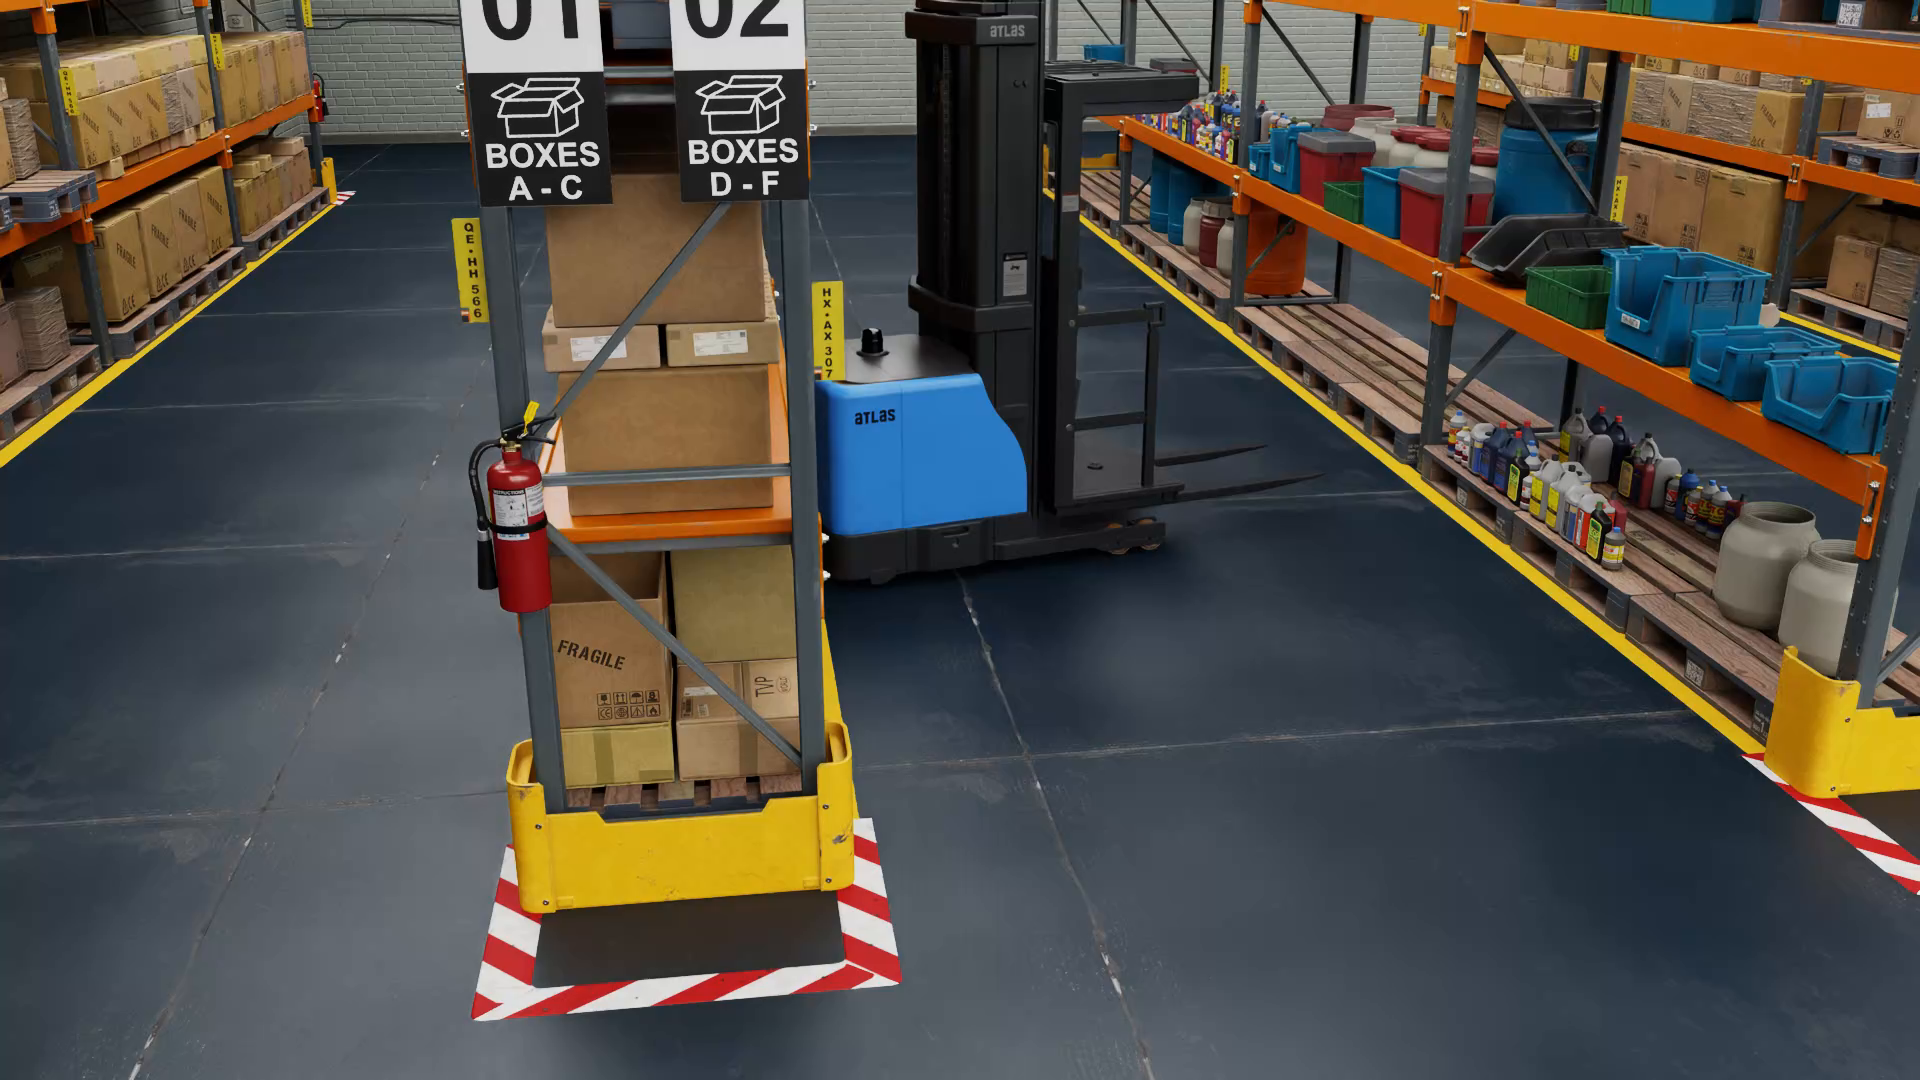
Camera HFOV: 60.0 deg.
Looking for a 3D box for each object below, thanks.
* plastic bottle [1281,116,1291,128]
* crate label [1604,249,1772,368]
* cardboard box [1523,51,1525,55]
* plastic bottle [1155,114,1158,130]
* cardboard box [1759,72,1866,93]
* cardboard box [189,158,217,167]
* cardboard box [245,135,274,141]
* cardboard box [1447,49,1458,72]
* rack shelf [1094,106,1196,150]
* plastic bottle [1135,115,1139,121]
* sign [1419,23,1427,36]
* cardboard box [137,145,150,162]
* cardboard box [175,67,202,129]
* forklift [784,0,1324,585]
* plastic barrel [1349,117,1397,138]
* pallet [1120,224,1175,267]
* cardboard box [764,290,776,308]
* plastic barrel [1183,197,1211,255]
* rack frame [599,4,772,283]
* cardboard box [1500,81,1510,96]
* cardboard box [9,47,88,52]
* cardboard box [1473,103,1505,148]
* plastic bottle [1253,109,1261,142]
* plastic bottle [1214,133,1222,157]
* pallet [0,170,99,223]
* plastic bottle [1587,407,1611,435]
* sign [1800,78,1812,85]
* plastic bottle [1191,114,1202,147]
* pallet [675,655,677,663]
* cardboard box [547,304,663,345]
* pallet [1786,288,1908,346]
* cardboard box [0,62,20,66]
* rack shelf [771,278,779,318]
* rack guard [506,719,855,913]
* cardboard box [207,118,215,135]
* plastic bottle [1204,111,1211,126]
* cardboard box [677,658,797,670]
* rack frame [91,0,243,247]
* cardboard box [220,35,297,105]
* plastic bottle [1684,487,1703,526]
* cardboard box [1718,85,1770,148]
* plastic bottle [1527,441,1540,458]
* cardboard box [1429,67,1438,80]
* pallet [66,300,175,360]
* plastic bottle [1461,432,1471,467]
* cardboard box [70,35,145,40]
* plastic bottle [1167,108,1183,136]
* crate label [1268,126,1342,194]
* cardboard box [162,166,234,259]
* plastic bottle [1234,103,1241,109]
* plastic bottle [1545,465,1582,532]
[{"bbox_3d":[2.921,-3.659,14.910,0.097,0.271,0.097,0,20,0],"label":"plastic bottle"},{"bbox_3d":[3.393,-1.096,7.812,0.502,0.435,0.616,-3,21,-8],"label":"crate label"},{"bbox_3d":[6.999,-5.808,20.269,0.500,0.250,0.500,-4,21,-10],"label":"cardboard box"},{"bbox_3d":[1.956,-4.102,16.196,0.097,0.201,0.097,0,20,0],"label":"plastic bottle"},{"bbox_3d":[7.585,-4.246,14.721,0.797,0.503,0.637,-2,21,-6],"label":"cardboard box"},{"bbox_3d":[-7.906,-3.918,17.464,0.380,0.149,0.250,-4,21,-9],"label":"cardboard box"},{"bbox_3d":[-8.200,-4.621,19.347,0.380,0.149,0.250,-3,21,-7],"label":"cardboard box"},{"bbox_3d":[6.404,-5.955,20.662,0.500,0.250,0.500,-3,21,-8],"label":"cardboard box"},{"bbox_3d":[1.908,-4.966,19.253,1.077,0.370,4.000,-3,21,-8],"label":"rack shelf"},{"bbox_3d":[1.827,-4.407,16.896,0.061,0.283,0.133,-3,21,-8],"label":"plastic bottle"},{"bbox_3d":[5.971,-6.662,21.415,0.100,0.325,0.005,-3,21,-8],"label":"sign"},{"bbox_3d":[-7.081,-3.274,14.025,0.380,0.149,0.250,-3,21,-7],"label":"cardboard box"},{"bbox_3d":[-7.208,-3.983,14.997,0.500,0.500,0.500,-3,21,-7],"label":"cardboard box"},{"bbox_3d":[0.579,-1.455,8.923,3.031,2.935,1.130,-8,22,-21],"label":"forklift"},{"bbox_3d":[3.132,-2.932,12.621,0.421,0.512,0.421,0,20,0],"label":"plastic barrel"},{"bbox_3d":[2.266,-3.035,17.040,1.003,0.211,1.213,-3,21,-8],"label":"pallet"},{"bbox_3d":[-0.860,-0.796,5.990,0.380,0.149,0.250,-3,21,-9],"label":"cardboard box"},{"bbox_3d":[2.353,-3.007,15.936,0.421,0.512,0.421,0,20,0],"label":"plastic barrel"},{"bbox_3d":[-1.553,-1.592,9.192,1.000,3.000,0.127,-3,21,-8],"label":"rack frame"},{"bbox_3d":[6.544,-5.277,19.416,0.380,0.149,0.250,-3,21,-9],"label":"cardboard box"},{"bbox_3d":[-7.569,-3.950,13.837,0.500,0.250,0.500,-3,21,-9],"label":"cardboard box"},{"bbox_3d":[6.823,-4.914,20.522,0.875,0.875,0.875,-3,21,-8],"label":"cardboard box"},{"bbox_3d":[2.680,-3.850,15.307,0.144,0.351,0.185,-3,21,-8],"label":"plastic bottle"},{"bbox_3d":[2.246,-3.405,14.331,0.097,0.201,0.097,0,20,0],"label":"plastic bottle"},{"bbox_3d":[-6.823,-2.395,11.615,1.213,0.211,1.003,-3,21,-8],"label":"pallet"},{"bbox_3d":[3.727,-0.597,9.685,0.144,0.351,0.185,-3,21,-9],"label":"plastic bottle"},{"bbox_3d":[7.125,-3.989,13.953,0.100,0.325,0.005,-3,21,-8],"label":"sign"},{"bbox_3d":[2.128,-3.685,14.962,0.061,0.283,0.133,-3,21,-8],"label":"plastic bottle"},{"bbox_3d":[-1.300,0.415,7.803,1.003,0.211,1.213,-3,21,-8],"label":"pallet"},{"bbox_3d":[-1.259,-0.771,5.923,0.380,0.149,0.250,-2,21,-6],"label":"cardboard box"},{"bbox_3d":[7.785,-1.898,13.997,1.003,0.211,1.213,-3,21,-8],"label":"pallet"},{"bbox_3d":[-7.353,-3.417,12.408,0.500,0.250,0.500,-2,21,-6],"label":"cardboard box"},{"bbox_3d":[-1.841,-1.947,11.171,1.077,0.370,4.000,-3,21,-8],"label":"rack shelf"},{"bbox_3d":[-0.973,0.972,5.899,1.175,0.500,0.348,-3,21,-8],"label":"rack guard"},{"bbox_3d":[-7.278,-3.900,15.701,0.380,0.149,0.250,-3,21,-7],"label":"cardboard box"},{"bbox_3d":[2.244,-3.756,15.153,0.061,0.283,0.133,-3,21,-8],"label":"plastic bottle"},{"bbox_3d":[-0.909,0.514,6.881,0.500,0.250,0.500,-3,21,-8],"label":"cardboard box"},{"bbox_3d":[-7.607,-4.111,15.935,1.000,3.000,0.127,-3,21,-8],"label":"rack frame"},{"bbox_3d":[-7.985,-5.209,18.446,0.980,0.700,0.700,-3,21,-8],"label":"cardboard box"},{"bbox_3d":[3.895,-0.182,8.787,0.097,0.201,0.097,0,20,0],"label":"plastic bottle"},{"bbox_3d":[7.292,-3.853,15.103,0.500,0.500,0.500,-3,21,-8],"label":"cardboard box"},{"bbox_3d":[3.196,-0.424,9.335,0.097,0.271,0.097,0,20,0],"label":"plastic bottle"},{"bbox_3d":[6.245,-5.988,21.320,0.380,0.149,0.250,-3,21,-7],"label":"cardboard box"},{"bbox_3d":[-7.070,-1.696,13.456,1.003,0.211,1.213,-3,21,-8],"label":"pallet"},{"bbox_3d":[2.991,-0.533,9.727,0.097,0.201,0.097,0,20,0],"label":"plastic bottle"},{"bbox_3d":[-7.799,-4.485,15.269,0.500,0.250,0.500,-2,21,-6],"label":"cardboard box"},{"bbox_3d":[2.053,-3.972,15.741,0.152,0.276,0.135,-3,21,-8],"label":"plastic bottle"},{"bbox_3d":[2.648,-2.884,12.601,0.502,0.435,0.616,-3,21,-8],"label":"crate label"},{"bbox_3d":[-7.385,-3.082,15.653,0.750,0.750,0.750,-3,21,-7],"label":"cardboard box"},{"bbox_3d":[2.718,-4.084,16.042,0.152,0.276,0.135,-3,21,-8],"label":"plastic bottle"},{"bbox_3d":[3.170,-0.228,8.698,0.144,0.351,0.185,-2,21,-6],"label":"plastic bottle"}]
